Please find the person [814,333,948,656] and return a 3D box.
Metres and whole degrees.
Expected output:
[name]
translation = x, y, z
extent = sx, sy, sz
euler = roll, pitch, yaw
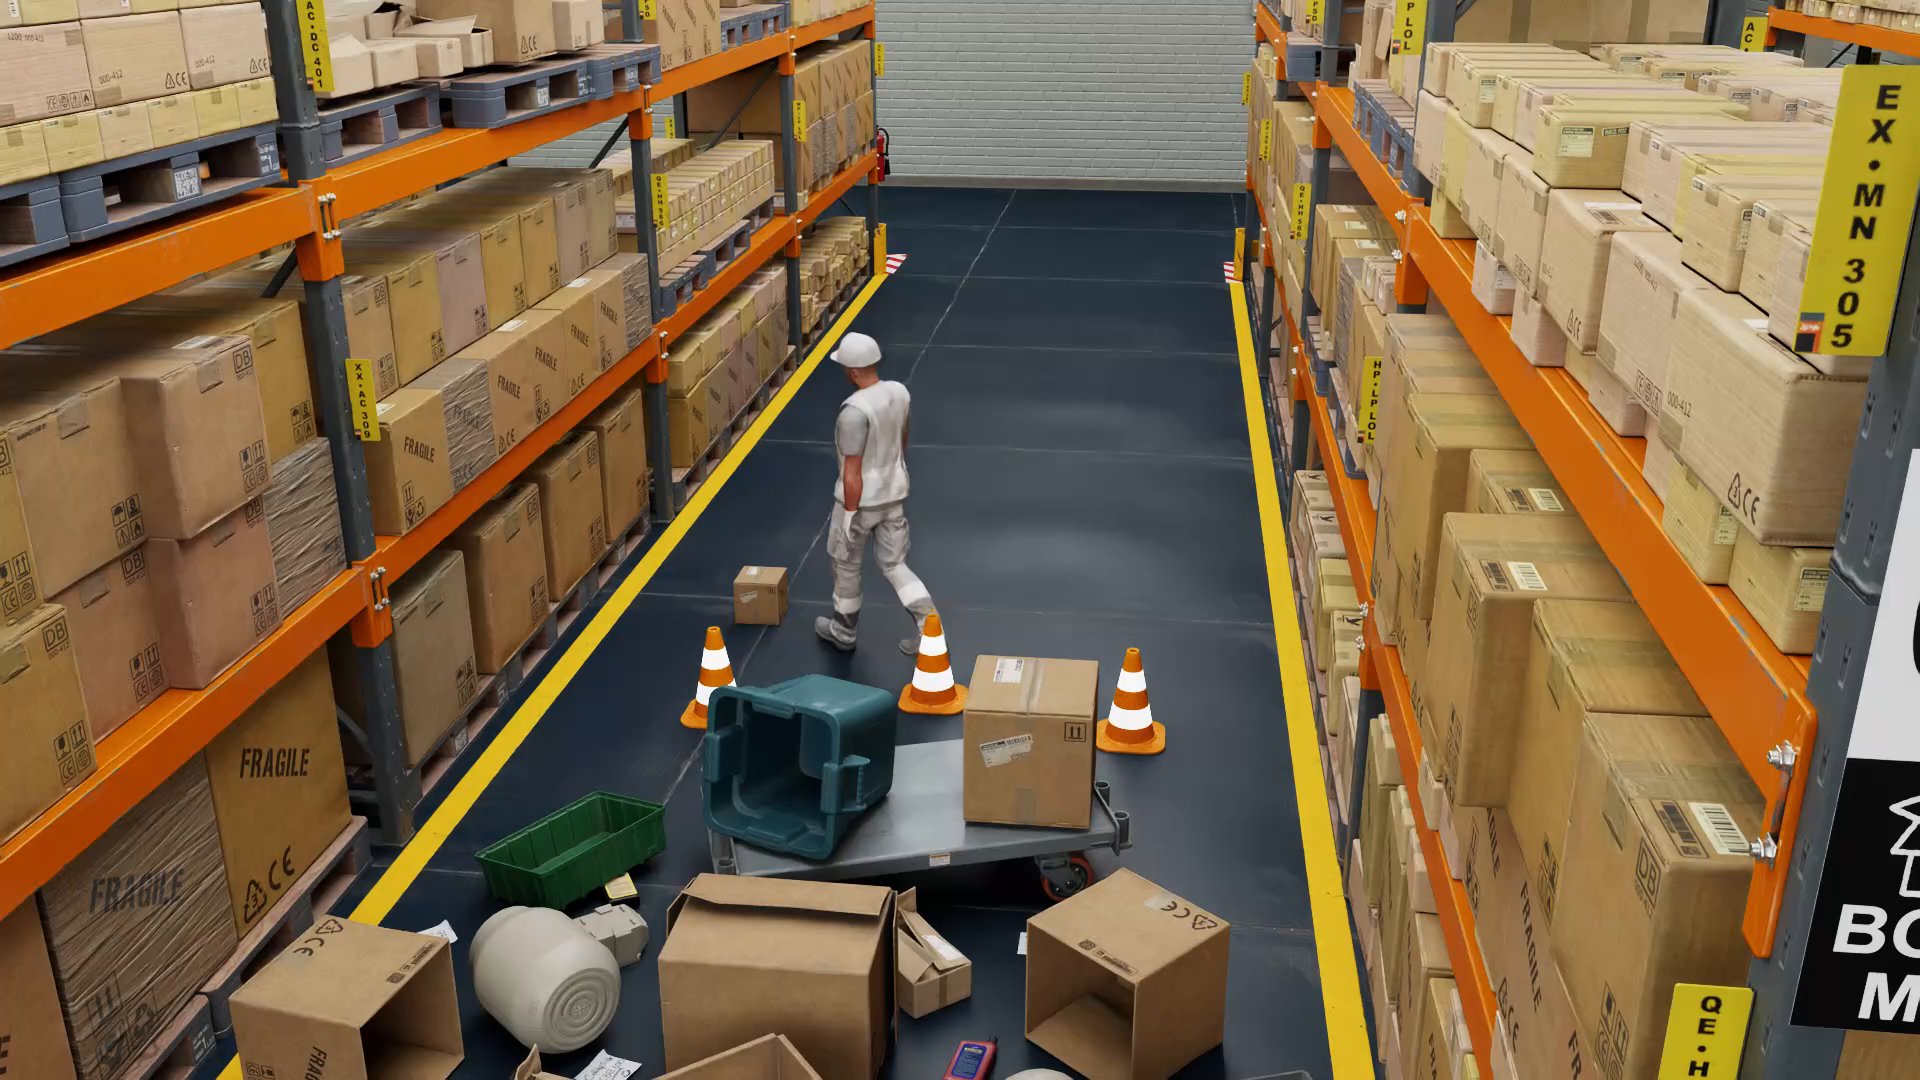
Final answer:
[person]
translation = -0.441, -0.198, 8.597
extent = 0.897, 1.765, 0.560
euler = 19, 28, 41
